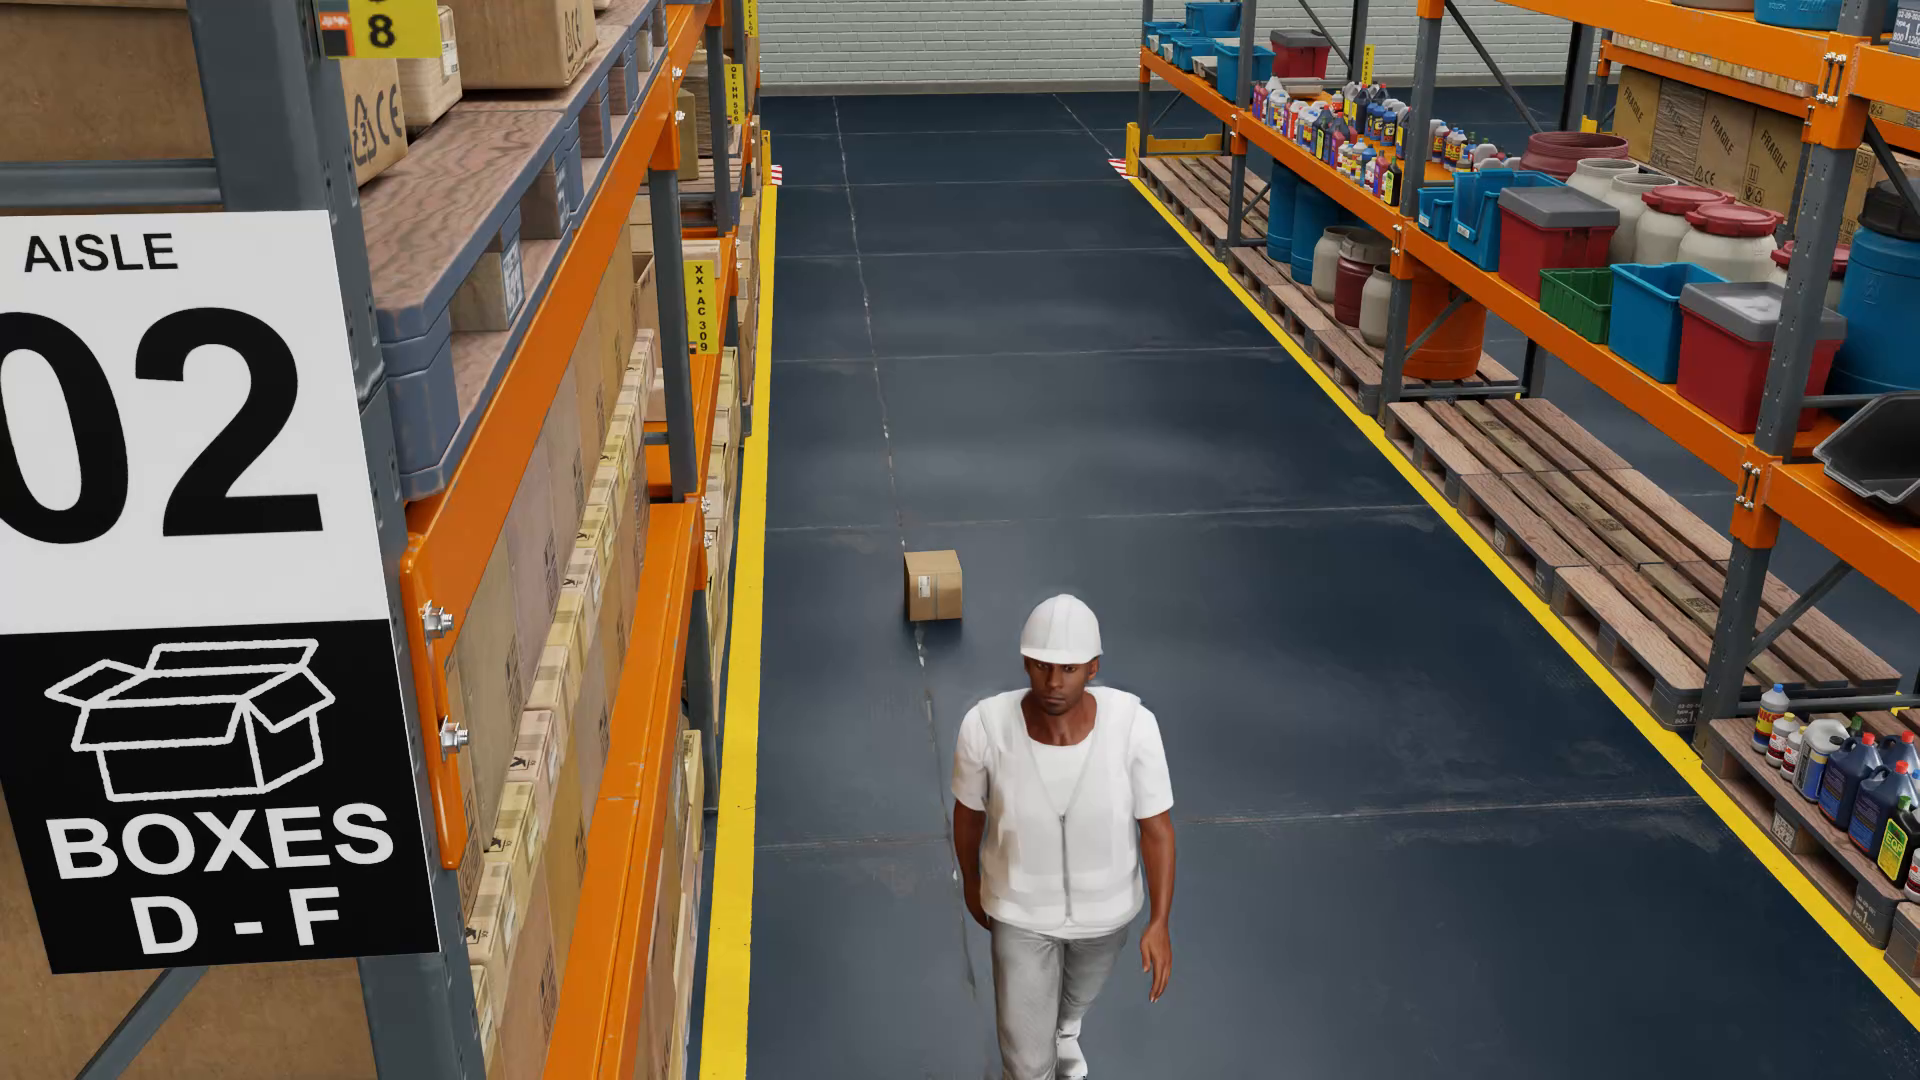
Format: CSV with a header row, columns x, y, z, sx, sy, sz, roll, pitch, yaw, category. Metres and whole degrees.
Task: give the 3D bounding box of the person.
x,y,z,sx,sy,sz,roll,pitch,yaw,category
0.274,0.968,4.361,0.561,1.722,1.057,-2,24,-5,person
